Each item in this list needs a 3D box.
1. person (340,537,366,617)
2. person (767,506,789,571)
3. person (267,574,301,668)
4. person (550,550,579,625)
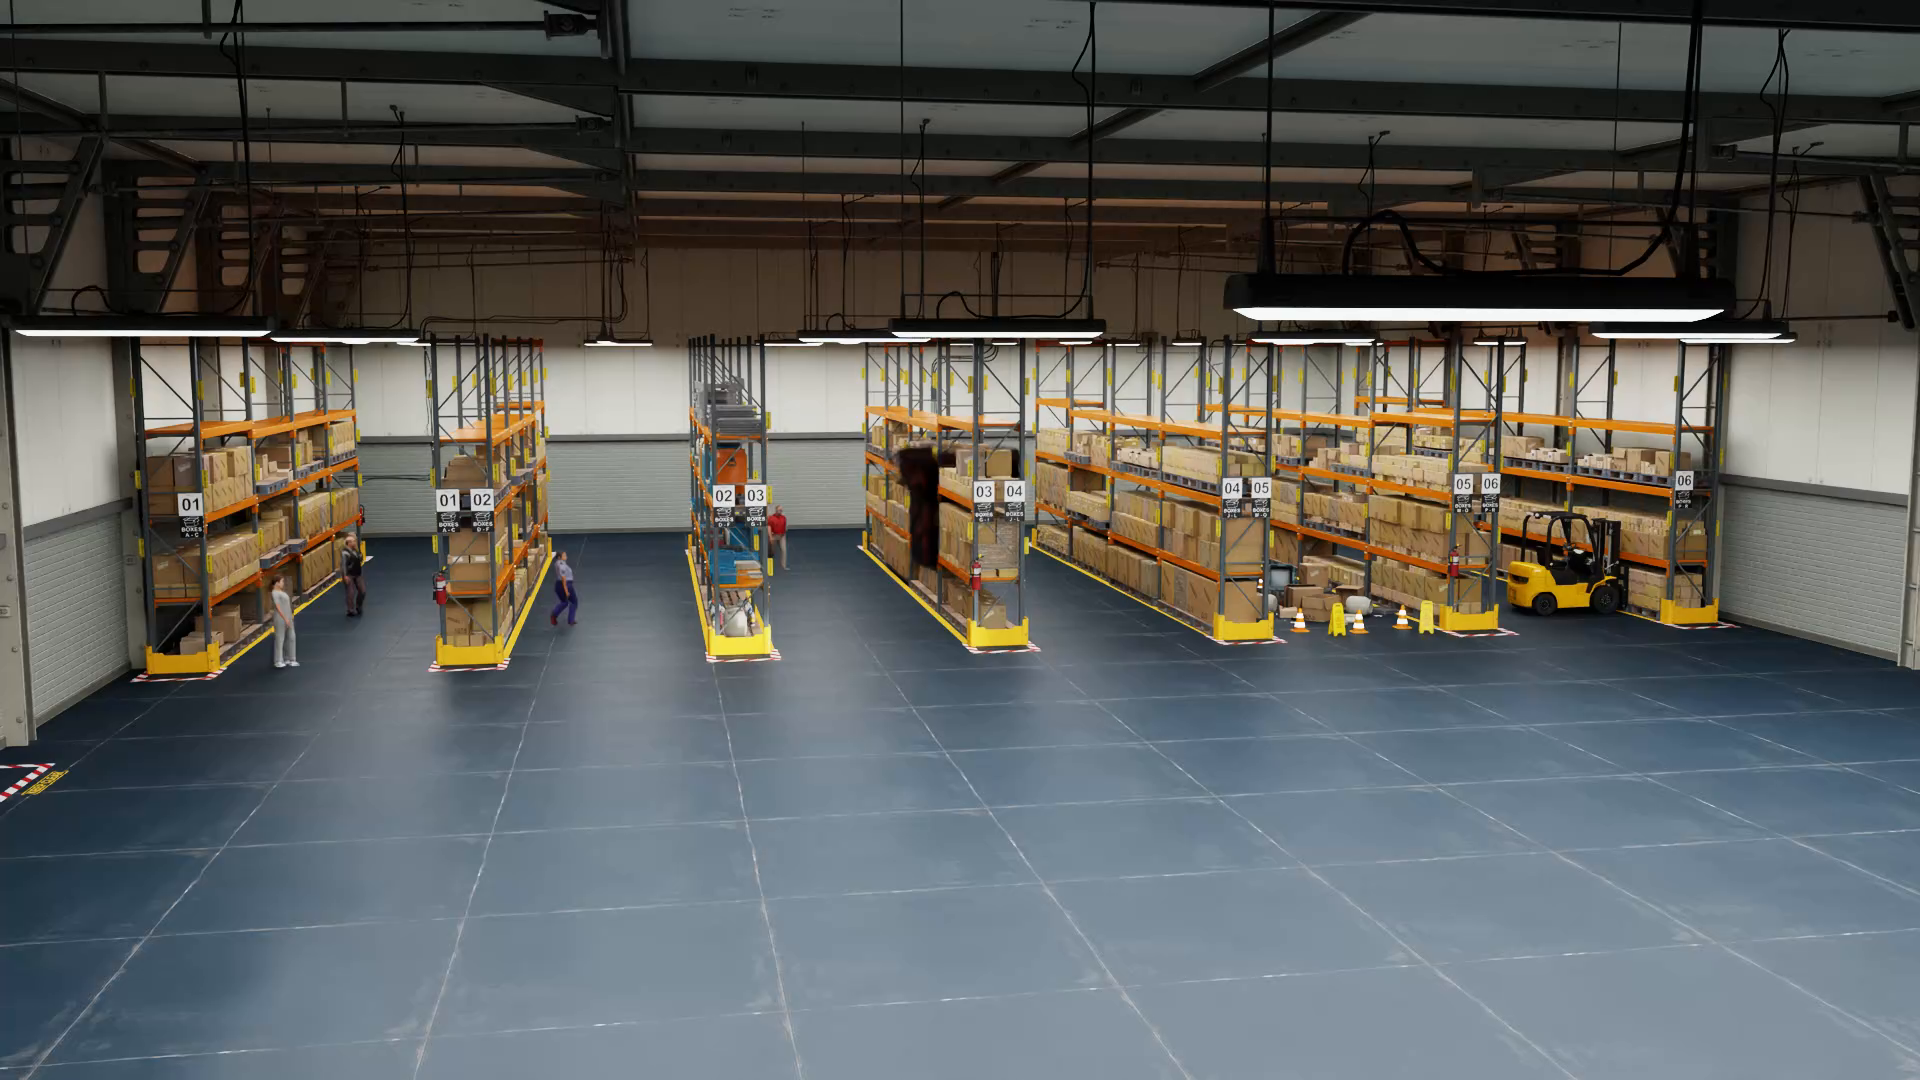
[{"bbox_3d":[-13.097,0.789,35.797,0.418,1.737,0.569,4,8,31],"label":"person"},{"bbox_3d":[-4.746,-0.057,43.187,0.546,1.685,0.991,-3,7,-22],"label":"person"},{"bbox_3d":[-12.205,1.471,30.017,0.506,1.709,0.483,2,7,15],"label":"person"},{"bbox_3d":[-8.190,0.989,34.522,0.451,1.596,0.622,6,9,40],"label":"person"}]
